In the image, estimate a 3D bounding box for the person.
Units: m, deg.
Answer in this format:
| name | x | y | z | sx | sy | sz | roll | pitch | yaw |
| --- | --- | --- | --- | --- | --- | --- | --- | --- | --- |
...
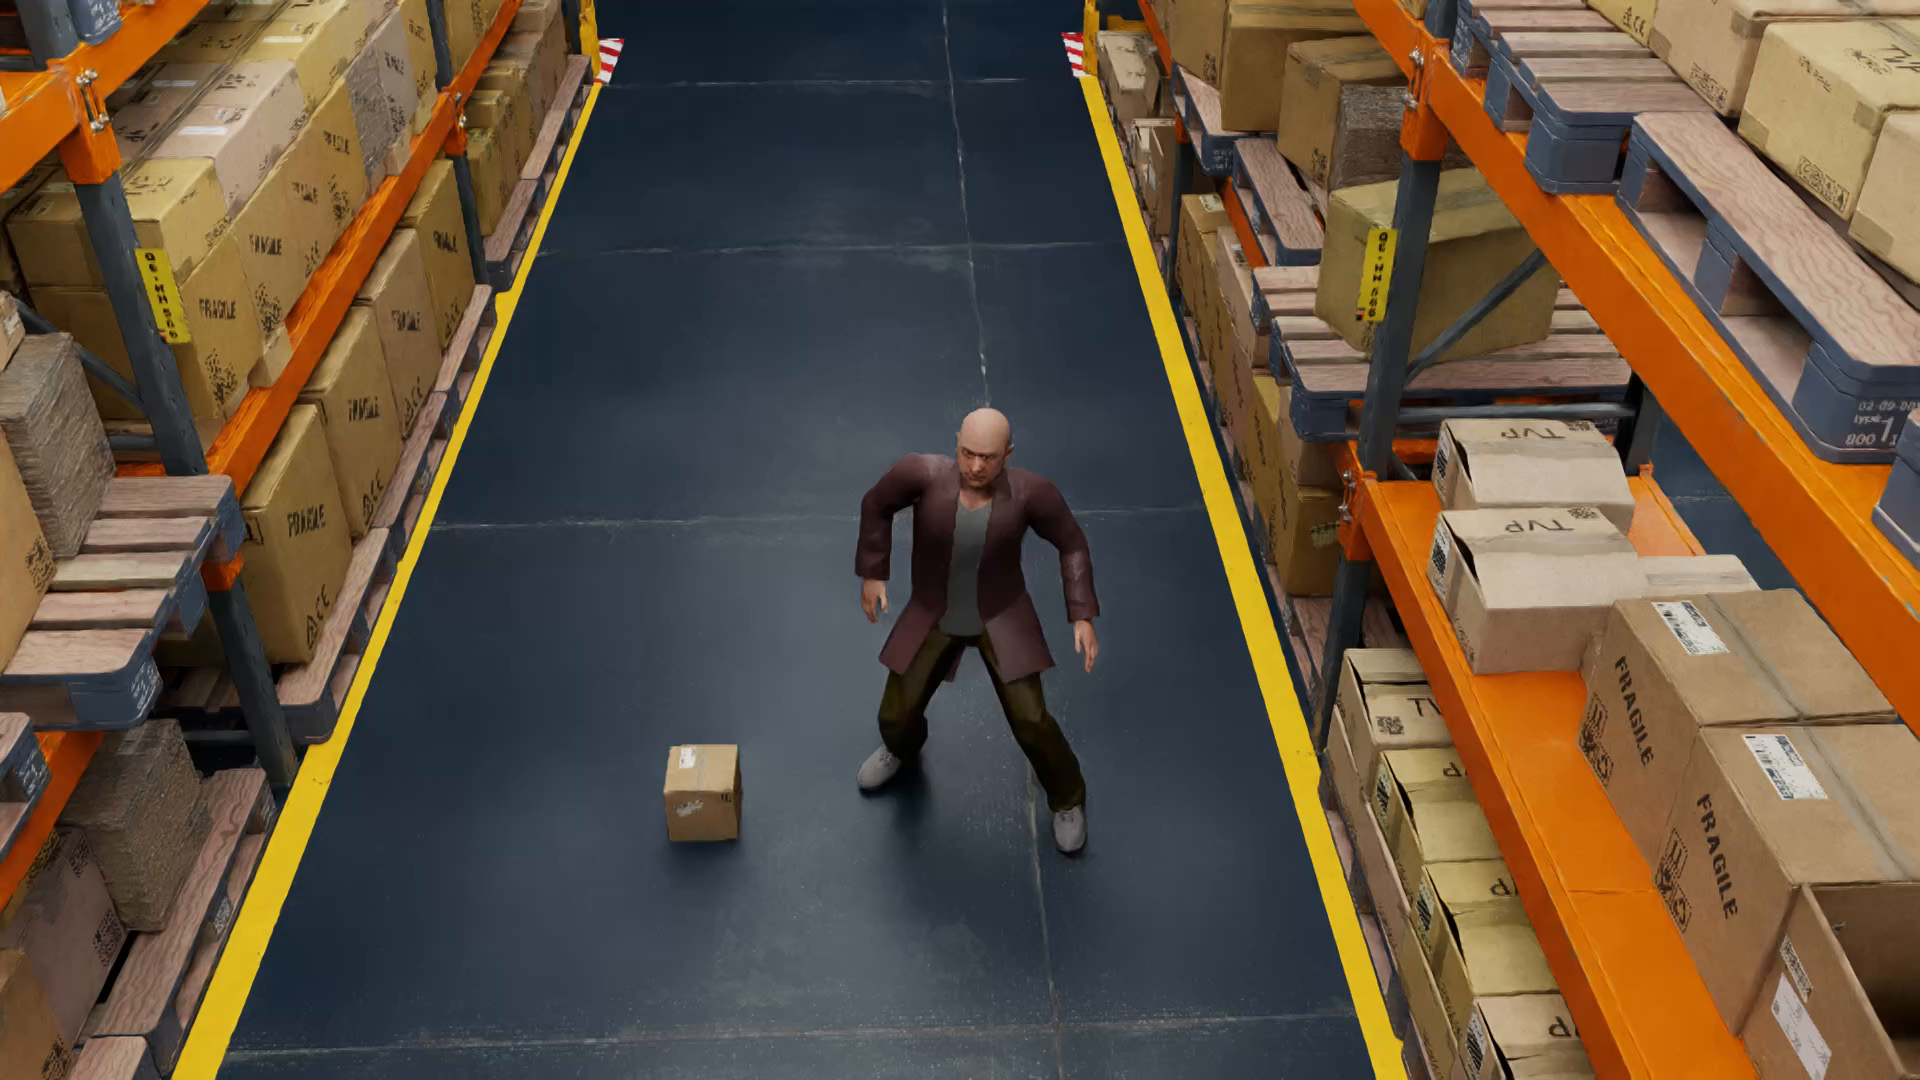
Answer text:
| name | x | y | z | sx | sy | sz | roll | pitch | yaw |
| --- | --- | --- | --- | --- | --- | --- | --- | --- | --- |
| person | 0.048 | 0.291 | 5.868 | 0.917 | 1.631 | 0.568 | 6 | 35 | 9 |
